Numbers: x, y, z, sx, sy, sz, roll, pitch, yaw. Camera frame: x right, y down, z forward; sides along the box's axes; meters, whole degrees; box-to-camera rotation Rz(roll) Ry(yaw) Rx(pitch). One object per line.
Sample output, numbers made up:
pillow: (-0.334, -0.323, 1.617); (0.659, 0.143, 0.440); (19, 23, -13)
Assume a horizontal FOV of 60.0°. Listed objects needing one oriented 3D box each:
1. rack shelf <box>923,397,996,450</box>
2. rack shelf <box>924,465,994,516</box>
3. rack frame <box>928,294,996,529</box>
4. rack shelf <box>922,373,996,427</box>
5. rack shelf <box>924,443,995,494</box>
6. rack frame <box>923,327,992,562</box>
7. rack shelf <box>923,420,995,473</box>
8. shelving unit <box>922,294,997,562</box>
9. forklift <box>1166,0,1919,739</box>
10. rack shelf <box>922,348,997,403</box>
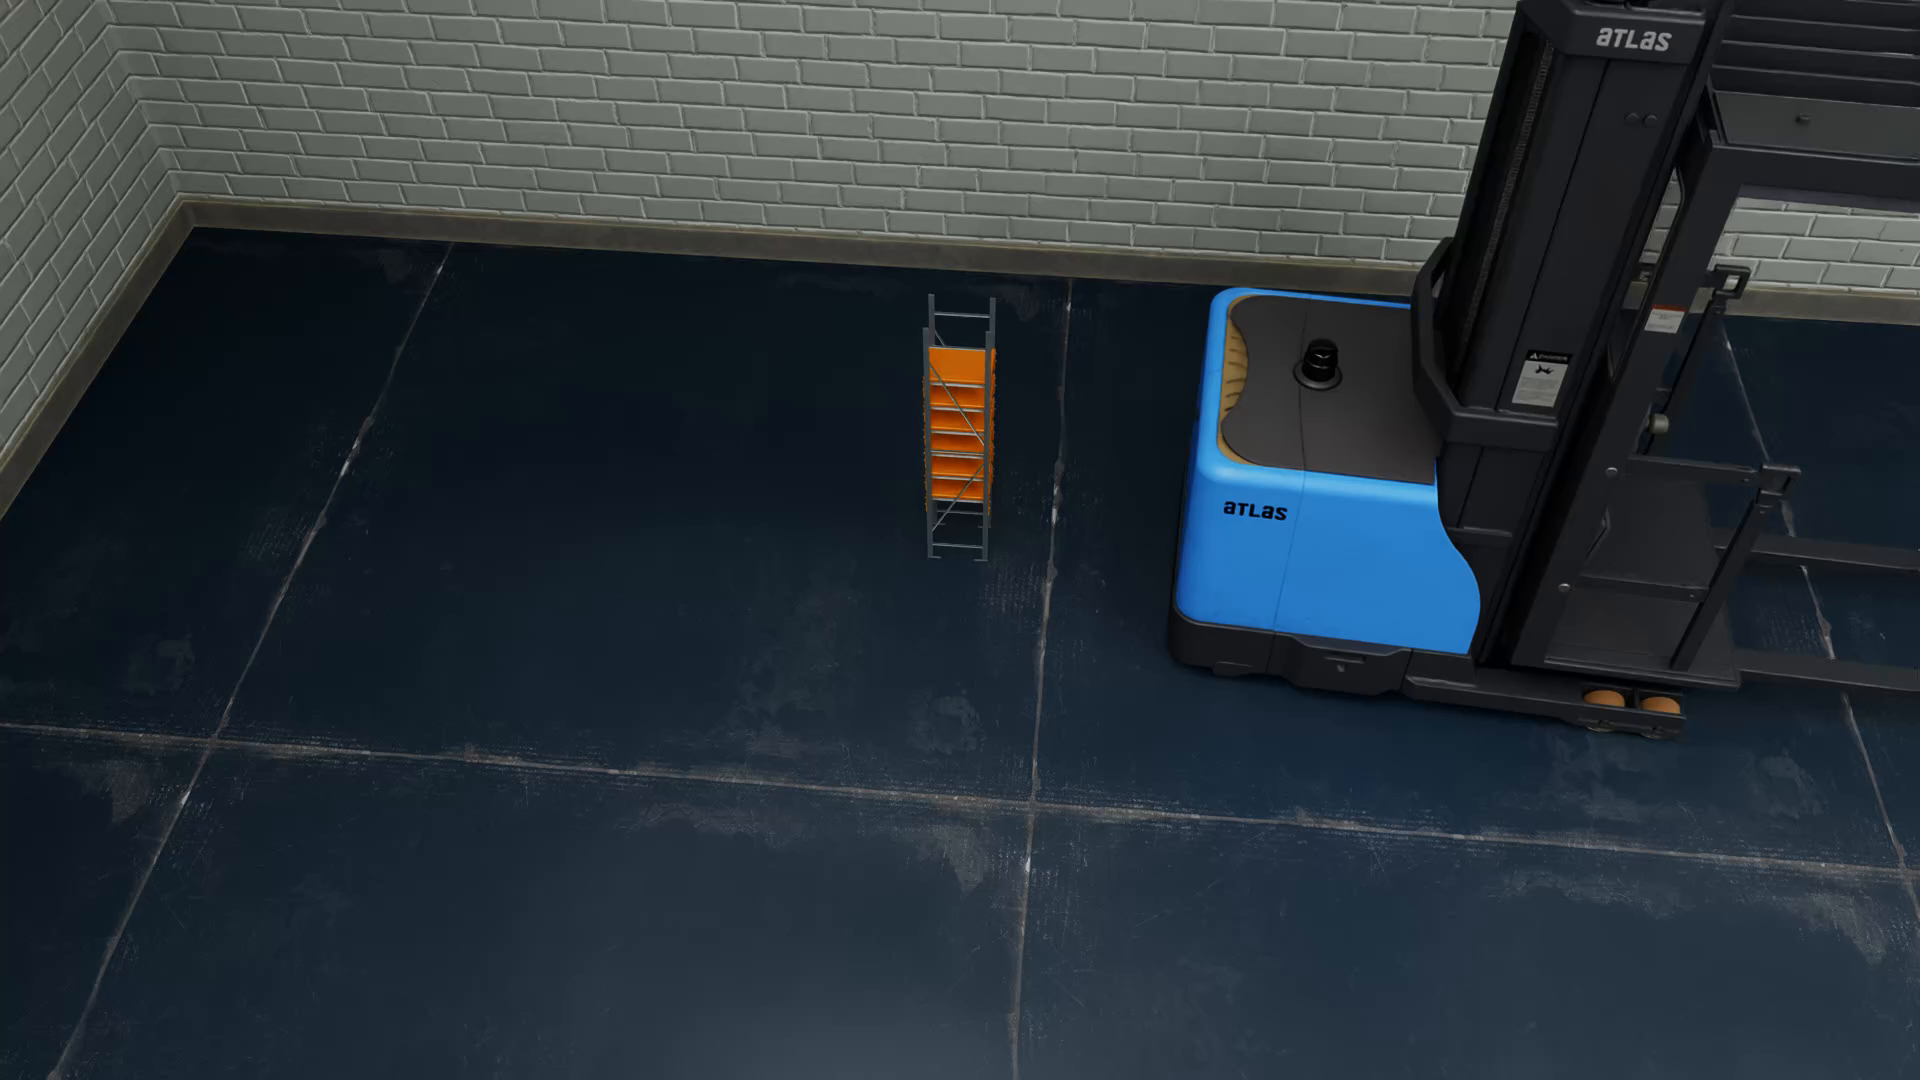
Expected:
rack shelf: (-0.001, -0.445, 6.242); (0.258, 0.103, 0.180); (4, 48, 4)
rack shelf: (-0.001, -0.202, 6.507); (0.258, 0.103, 0.180); (4, 48, 4)
rack frame: (0.007, -0.462, 6.359); (0.240, 1.200, 0.006); (4, 48, 4)
rack shelf: (-0.001, -0.526, 6.153); (0.258, 0.103, 0.180); (4, 48, 4)
rack shelf: (-0.001, -0.283, 6.419); (0.258, 0.103, 0.180); (4, 48, 4)
rack frame: (-0.010, -0.327, 6.236); (0.240, 1.200, 0.006); (4, 48, 4)
rack shelf: (-0.001, -0.364, 6.330); (0.258, 0.103, 0.180); (4, 48, 4)
shelving unit: (-0.001, -0.394, 6.298); (0.258, 1.200, 0.189); (4, 48, 4)
forklift: (2.344, -0.688, 5.393); (3.031, 2.935, 1.130); (7, 48, 6)
rack shelf: (-0.001, -0.607, 6.065); (0.258, 0.103, 0.180); (4, 48, 4)
